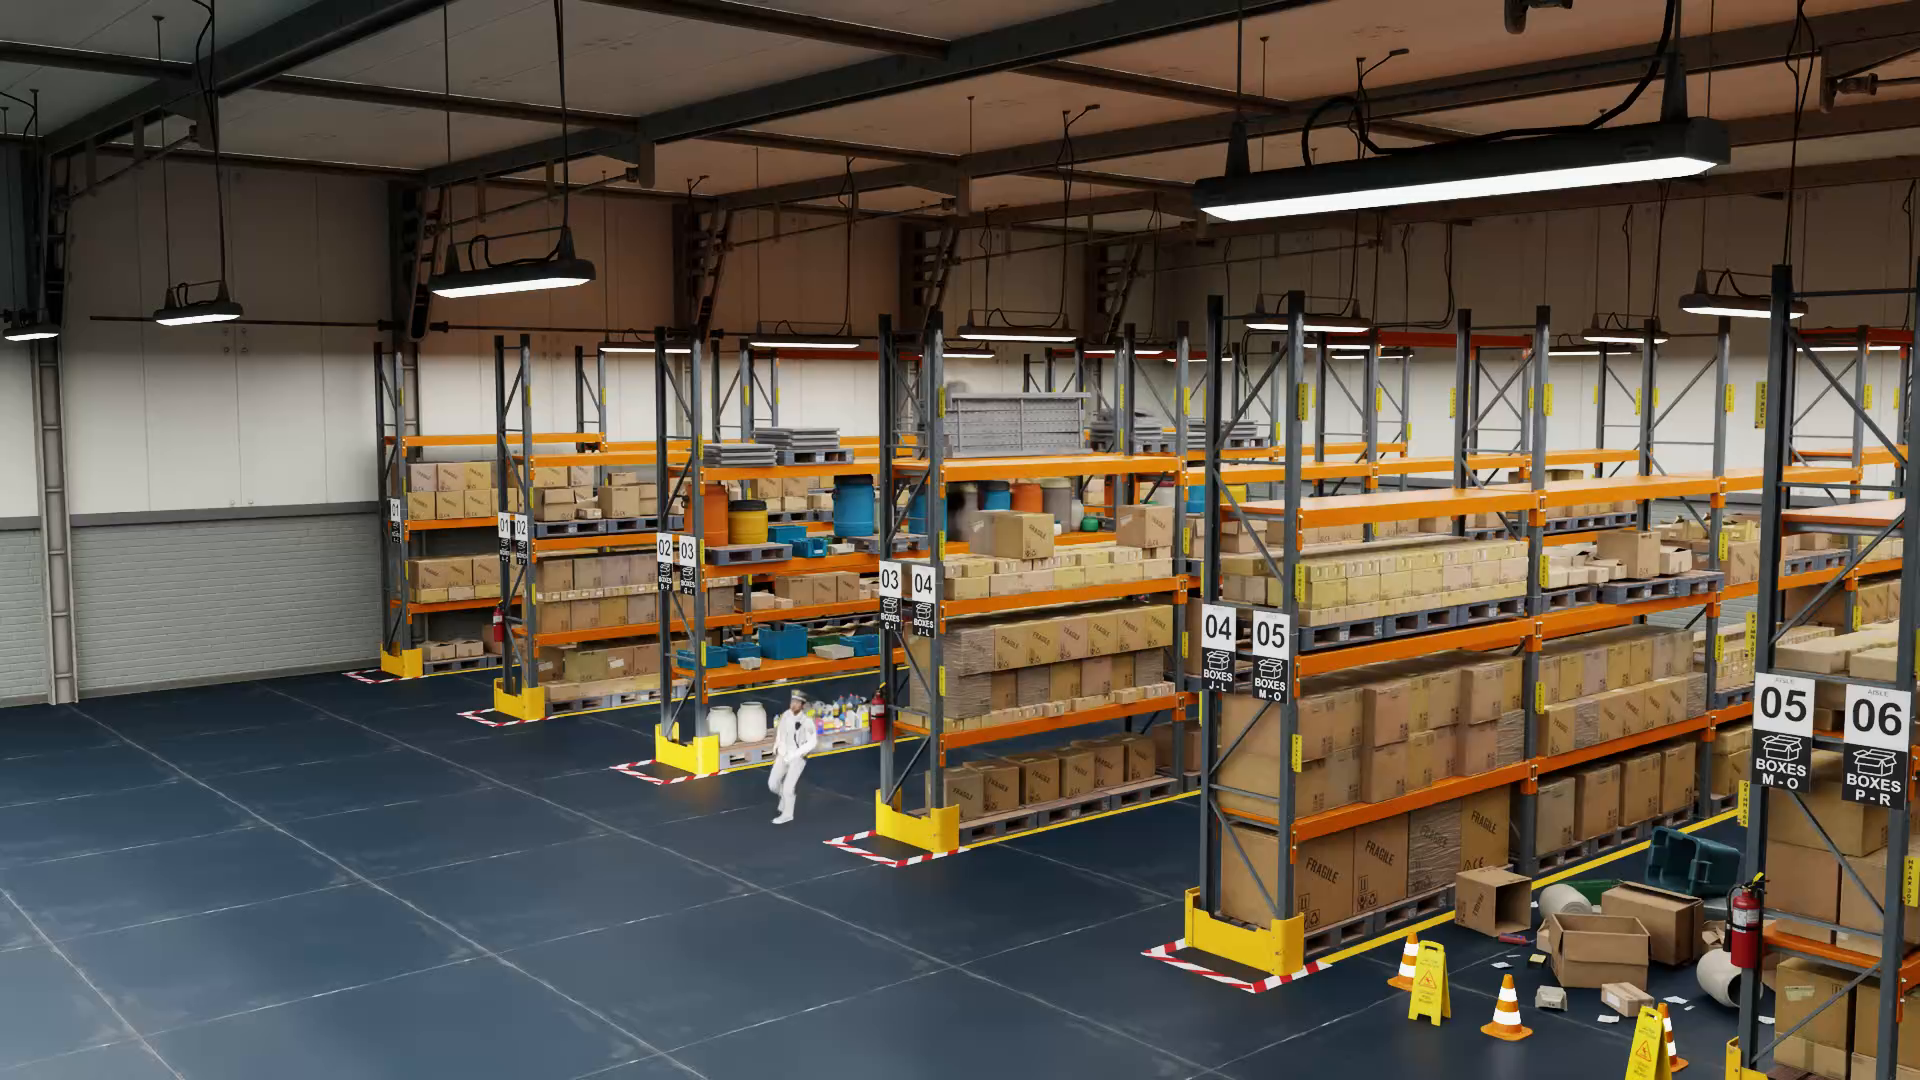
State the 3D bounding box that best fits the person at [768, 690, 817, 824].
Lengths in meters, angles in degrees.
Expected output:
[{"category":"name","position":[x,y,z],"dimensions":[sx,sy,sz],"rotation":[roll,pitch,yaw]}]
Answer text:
[{"category":"person","position":[-1.968,2.570,19.686],"dimensions":[0.646,1.643,0.498],"rotation":[3,6,29]}]
